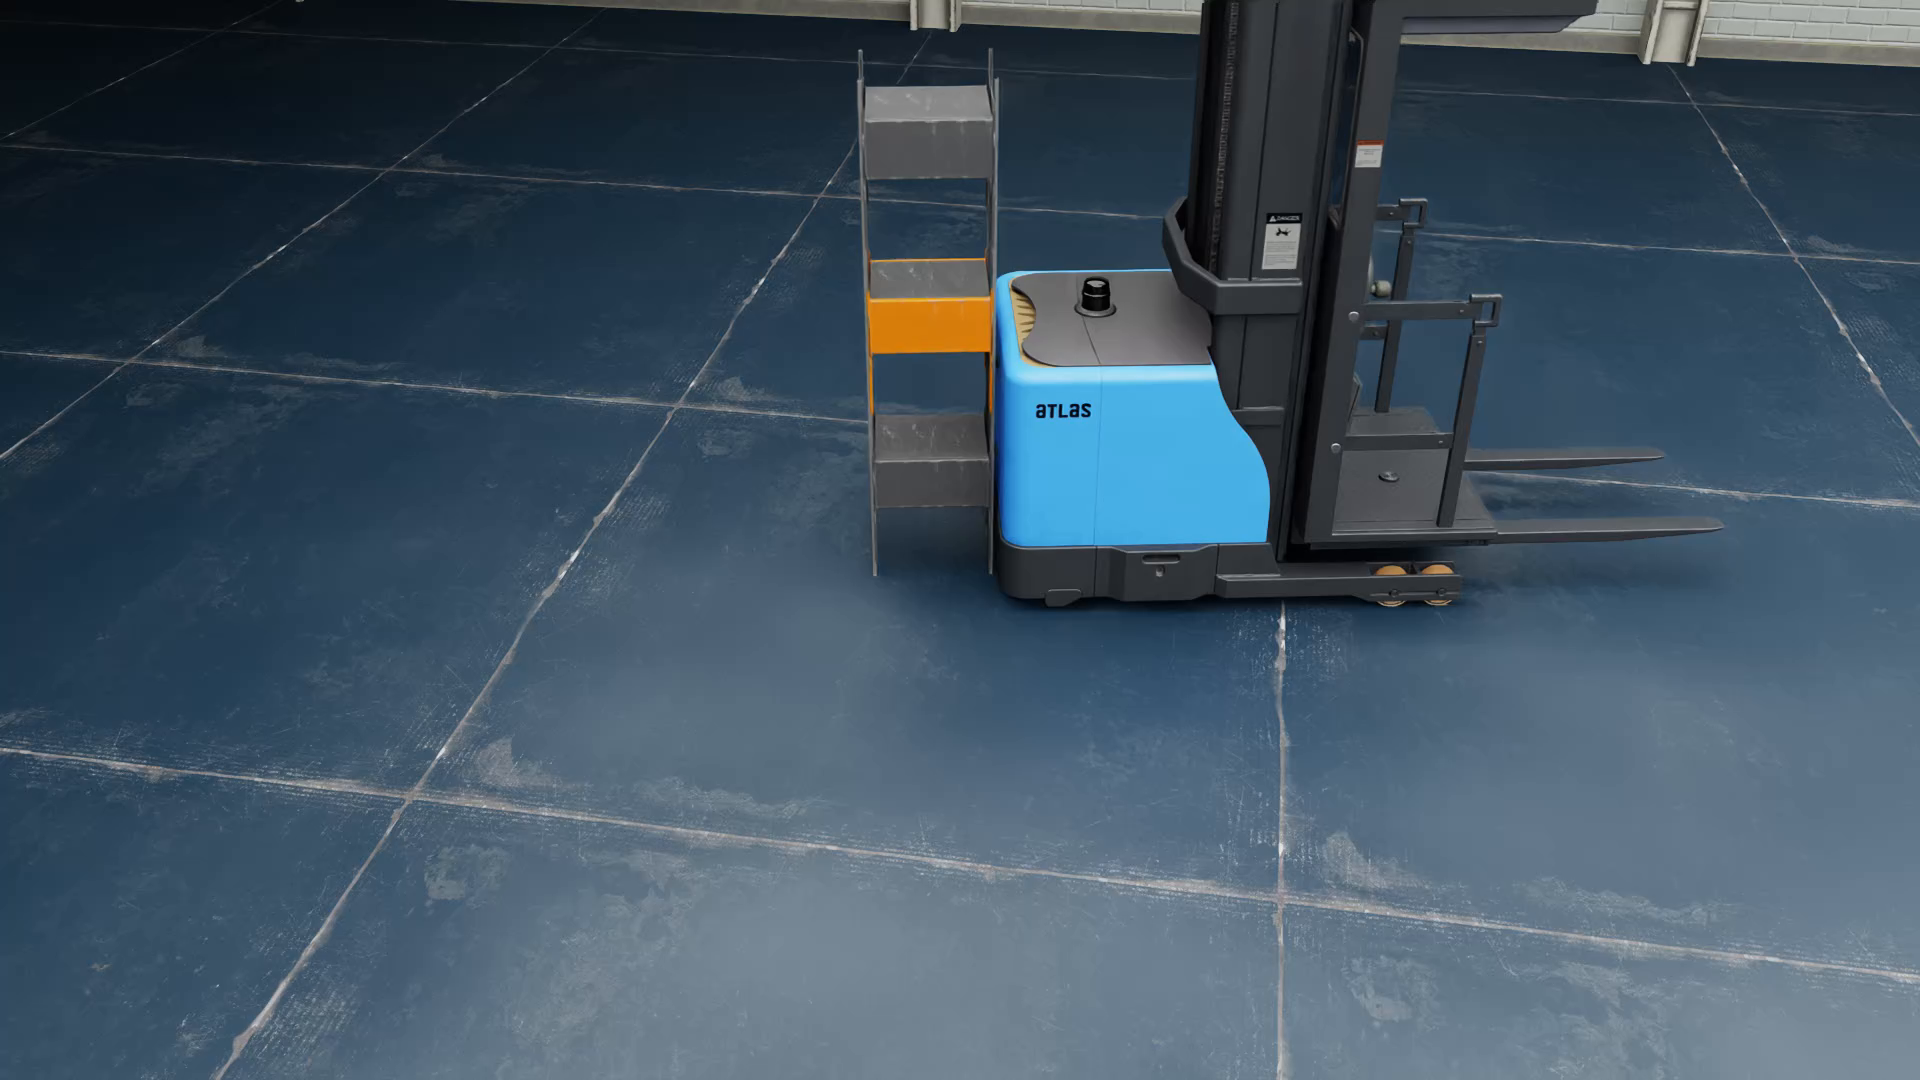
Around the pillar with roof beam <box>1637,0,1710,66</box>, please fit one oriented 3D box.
[{"bbox_3d":[4.984,-5.453,7.480,0.400,9.000,9.100,5,32,8],"label":"pillar with roof beam"}]

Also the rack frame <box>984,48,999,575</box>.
[{"bbox_3d":[0.122,-0.849,6.627,0.015,2.100,0.400,-1,32,-2],"label":"rack frame"}]

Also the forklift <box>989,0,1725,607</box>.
[{"bbox_3d":[1.656,-1.250,6.485,3.031,2.935,1.130,-1,32,-2],"label":"forklift"}]

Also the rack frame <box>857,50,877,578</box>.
[{"bbox_3d":[-0.365,-0.838,6.610,0.015,2.100,0.400,-1,32,-2],"label":"rack frame"}]

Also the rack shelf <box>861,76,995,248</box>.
[{"bbox_3d":[-0.121,-1.425,6.254,0.480,0.518,0.431,-1,32,-2],"label":"rack shelf"}]

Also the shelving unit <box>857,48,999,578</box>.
[{"bbox_3d":[-0.121,-0.843,6.619,0.503,2.100,0.431,-1,32,-2],"label":"shelving unit"}]

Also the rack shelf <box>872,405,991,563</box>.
[{"bbox_3d":[-0.121,-0.239,6.997,0.480,0.518,0.431,-1,32,-2],"label":"rack shelf"}]

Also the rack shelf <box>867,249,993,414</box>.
[{"bbox_3d":[-0.121,-0.832,6.626,0.480,0.518,0.431,-1,32,-2],"label":"rack shelf"}]

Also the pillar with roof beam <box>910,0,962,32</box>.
[{"bbox_3d":[-0.930,-5.988,8.336,0.400,9.000,9.100,5,32,8],"label":"pillar with roof beam"}]
